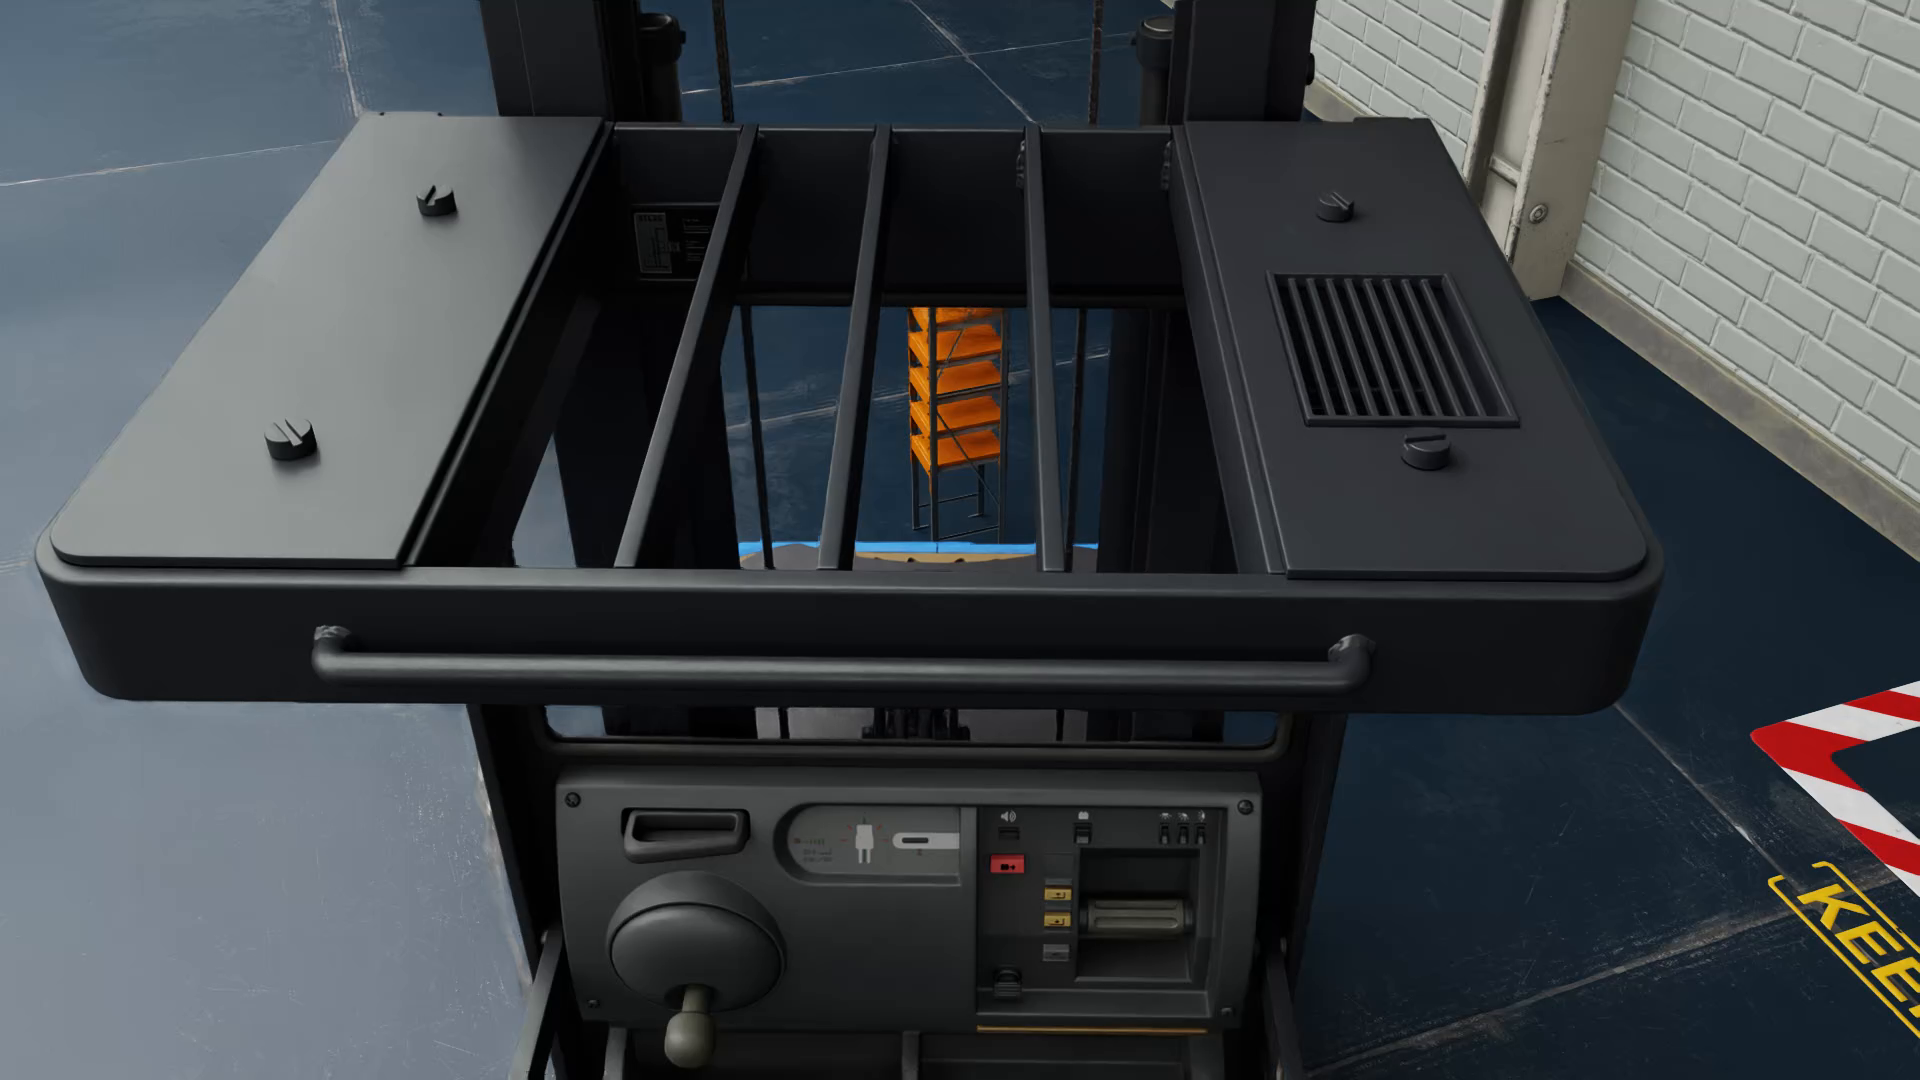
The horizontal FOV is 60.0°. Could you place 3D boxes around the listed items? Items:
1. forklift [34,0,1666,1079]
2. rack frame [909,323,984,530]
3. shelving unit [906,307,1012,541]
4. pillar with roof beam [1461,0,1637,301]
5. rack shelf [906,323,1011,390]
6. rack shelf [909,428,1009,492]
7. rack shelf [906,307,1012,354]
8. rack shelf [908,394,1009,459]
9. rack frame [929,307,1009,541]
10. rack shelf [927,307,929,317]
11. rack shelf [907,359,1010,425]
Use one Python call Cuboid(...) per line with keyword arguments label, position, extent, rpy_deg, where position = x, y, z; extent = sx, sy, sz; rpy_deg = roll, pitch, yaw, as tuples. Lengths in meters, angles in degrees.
Cuboid(label="forklift", position=(-0.069, 0.572, 2.055), extent=(1.130, 2.935, 3.031), rpy_deg=(1, 37, 1))
Cuboid(label="rack frame", position=(-0.036, -0.539, 4.968), extent=(0.240, 1.200, 0.006), rpy_deg=(-12, 39, -16))
Cuboid(label="shelving unit", position=(-0.005, -0.487, 4.900), extent=(0.258, 1.200, 0.189), rpy_deg=(-12, 39, -16))
Cuboid(label="pillar with roof beam", position=(-1.871, -3.751, 2.751), extent=(9.100, 9.000, 0.400), rpy_deg=(-12, 39, -16))
Cuboid(label="rack shelf", position=(-0.005, -0.548, 4.854), extent=(0.258, 0.103, 0.180), rpy_deg=(-12, 39, -16))
Cuboid(label="rack shelf", position=(-0.005, -0.260, 5.071), extent=(0.258, 0.103, 0.180), rpy_deg=(-12, 39, -16))
Cuboid(label="rack shelf", position=(-0.005, -0.644, 4.782), extent=(0.258, 0.103, 0.180), rpy_deg=(-12, 39, -16))
Cuboid(label="rack shelf", position=(-0.005, -0.356, 4.999), extent=(0.258, 0.103, 0.180), rpy_deg=(-12, 39, -16))
Cuboid(label="rack frame", position=(0.026, -0.436, 4.831), extent=(0.240, 1.200, 0.006), rpy_deg=(-12, 39, -16))
Cuboid(label="rack shelf", position=(-0.005, -0.739, 4.710), extent=(0.258, 0.103, 0.180), rpy_deg=(-12, 39, -16))
Cuboid(label="rack shelf", position=(-0.005, -0.452, 4.927), extent=(0.258, 0.103, 0.180), rpy_deg=(-12, 39, -16))
